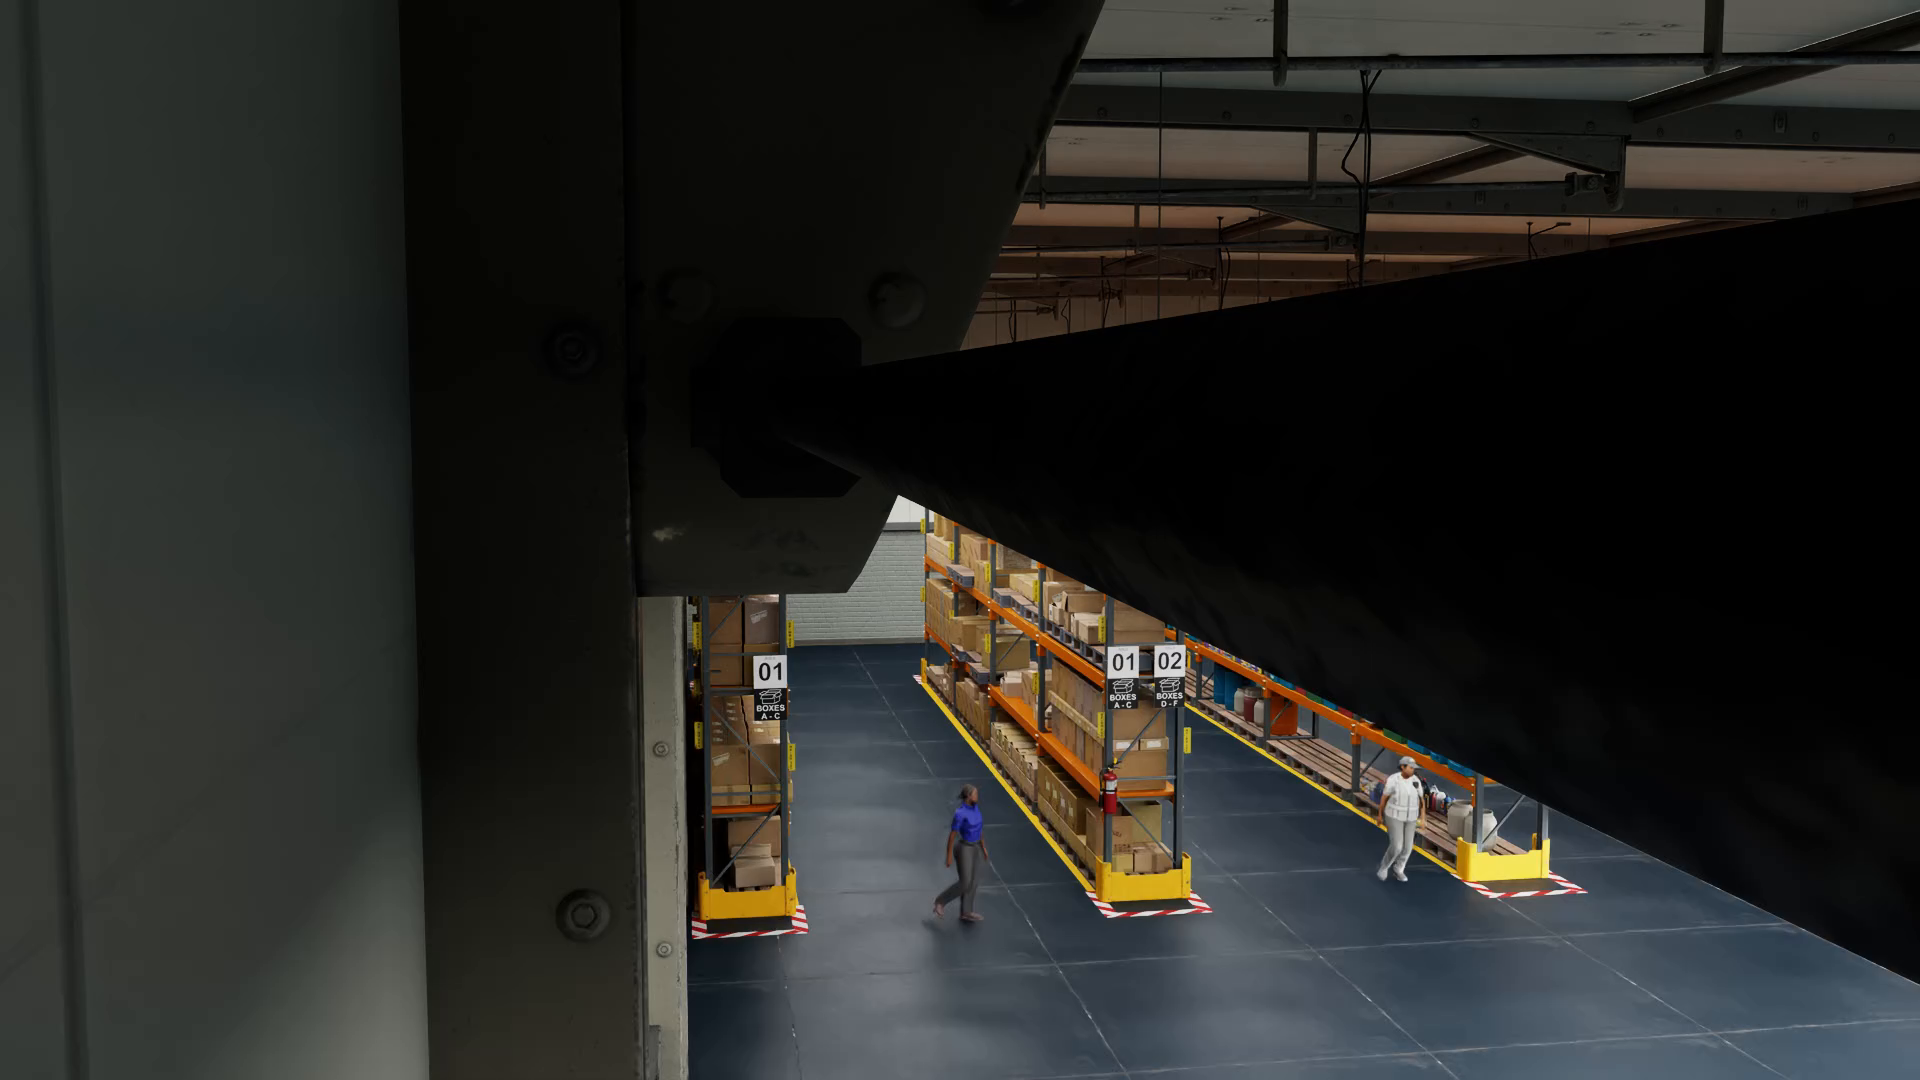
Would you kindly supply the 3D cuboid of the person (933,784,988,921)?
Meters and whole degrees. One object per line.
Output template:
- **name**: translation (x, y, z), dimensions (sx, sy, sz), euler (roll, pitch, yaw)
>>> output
- **person**: translation (-0.013, 3.752, 19.953), dimensions (0.546, 1.653, 0.620), euler (3, 6, 27)

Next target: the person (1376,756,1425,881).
- **person**: translation (5.718, 3.606, 21.504), dimensions (0.564, 1.643, 0.452), euler (-1, 5, -12)

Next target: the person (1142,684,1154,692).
- **person**: translation (3.159, 2.984, 28.740), dimensions (0.562, 1.611, 0.788), euler (-1, 5, -11)
